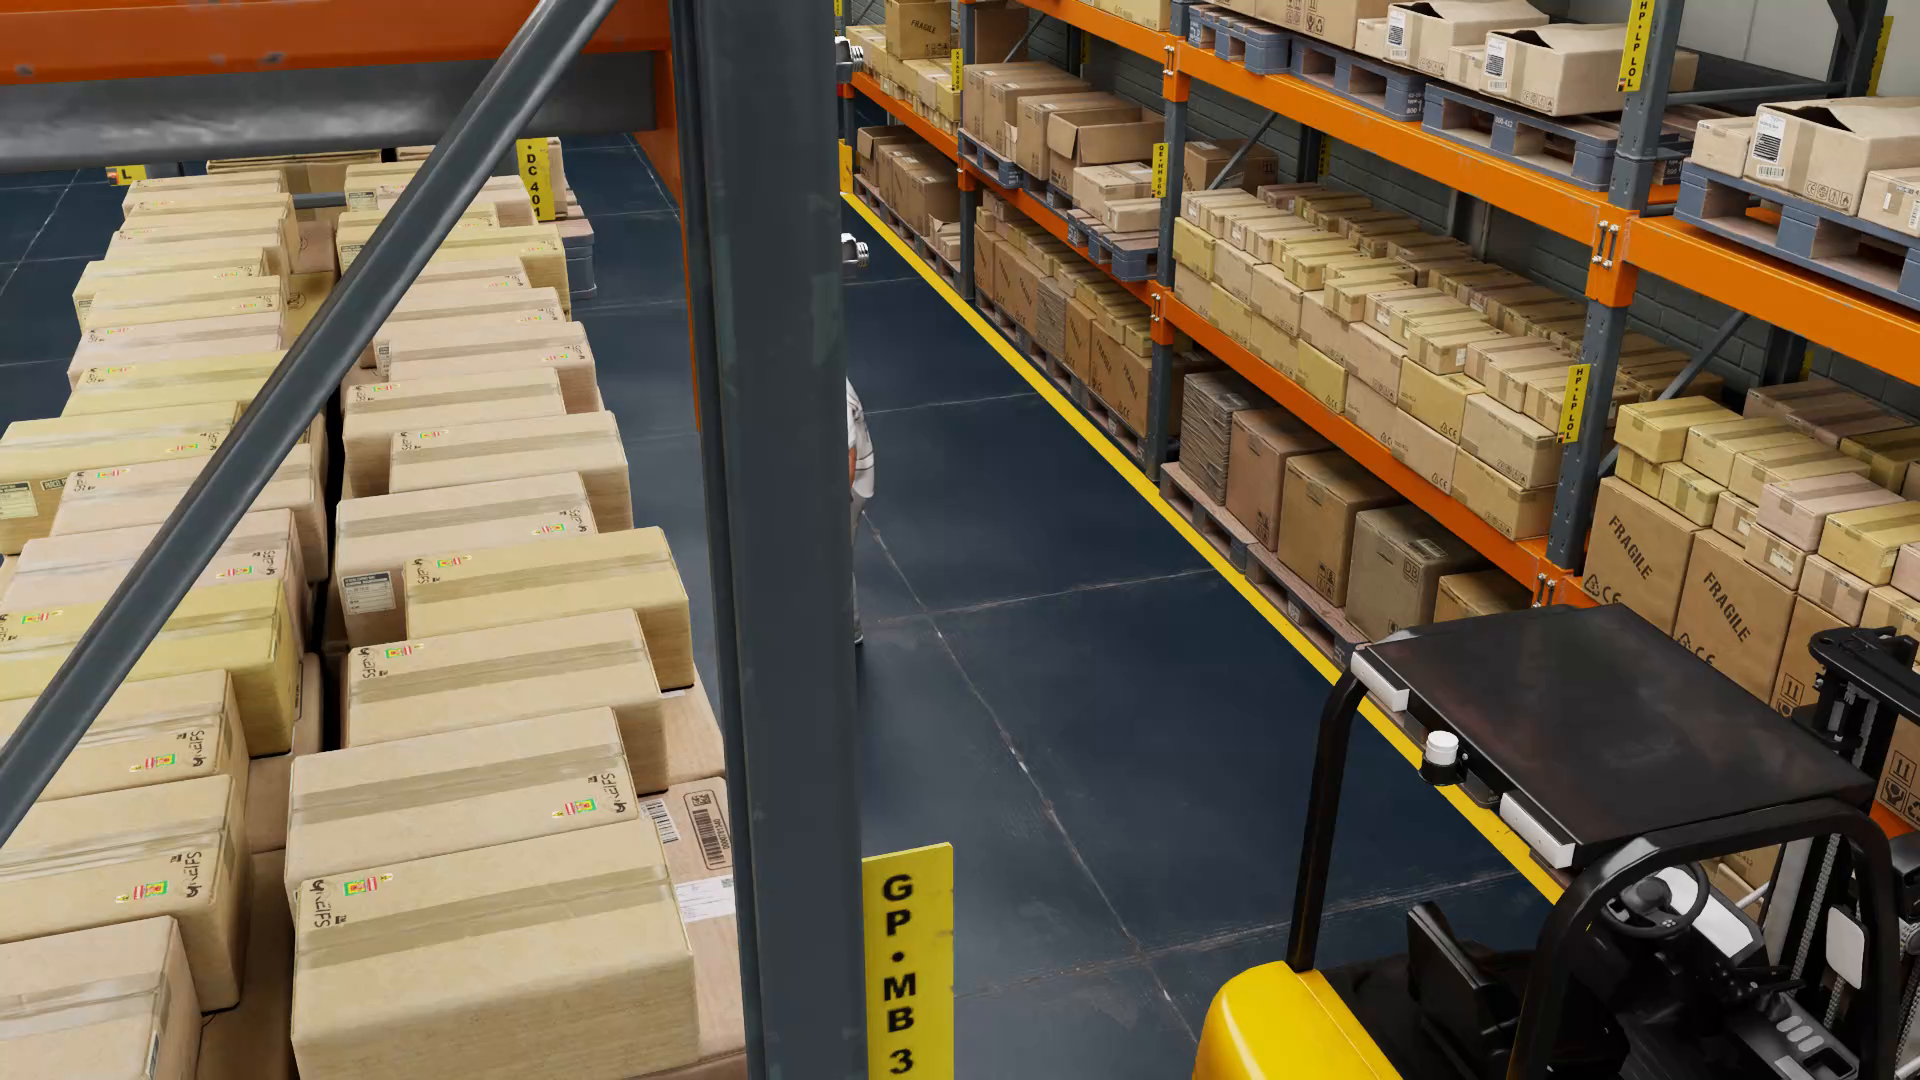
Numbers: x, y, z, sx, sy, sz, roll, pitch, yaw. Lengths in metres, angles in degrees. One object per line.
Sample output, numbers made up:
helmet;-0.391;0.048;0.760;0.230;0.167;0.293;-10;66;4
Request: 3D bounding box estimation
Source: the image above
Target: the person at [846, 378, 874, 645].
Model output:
person;-0.678;-0.270;8.654;0.435;1.748;0.593;-9;27;-17
